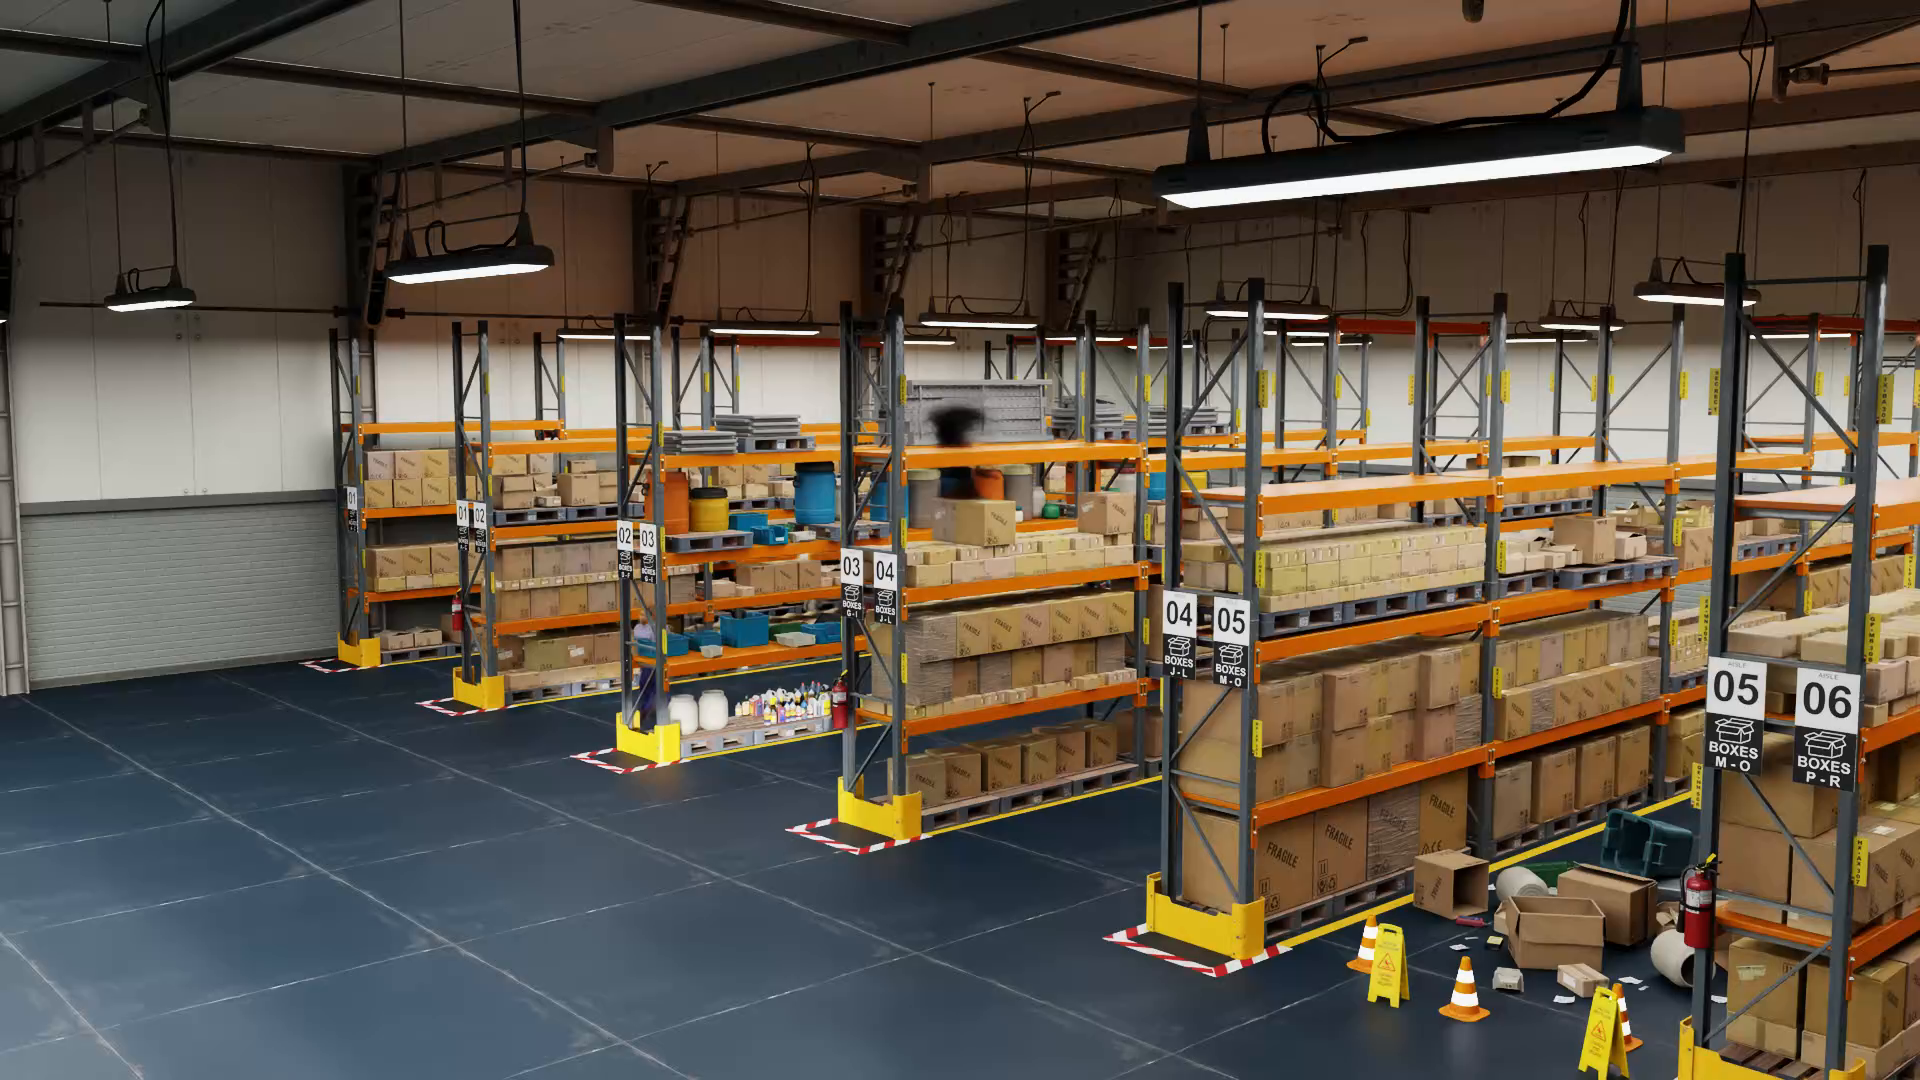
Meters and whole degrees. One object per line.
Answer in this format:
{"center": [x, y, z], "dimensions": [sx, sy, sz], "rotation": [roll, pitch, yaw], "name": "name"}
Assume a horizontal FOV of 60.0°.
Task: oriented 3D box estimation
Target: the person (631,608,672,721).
{"center": [-4.710, 1.860, 25.190], "dimensions": [0.553, 1.707, 0.836], "rotation": [4, 7, 37], "name": "person"}

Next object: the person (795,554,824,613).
{"center": [-3.012, 1.067, 33.217], "dimensions": [0.715, 1.651, 0.766], "rotation": [4, 7, 34], "name": "person"}
